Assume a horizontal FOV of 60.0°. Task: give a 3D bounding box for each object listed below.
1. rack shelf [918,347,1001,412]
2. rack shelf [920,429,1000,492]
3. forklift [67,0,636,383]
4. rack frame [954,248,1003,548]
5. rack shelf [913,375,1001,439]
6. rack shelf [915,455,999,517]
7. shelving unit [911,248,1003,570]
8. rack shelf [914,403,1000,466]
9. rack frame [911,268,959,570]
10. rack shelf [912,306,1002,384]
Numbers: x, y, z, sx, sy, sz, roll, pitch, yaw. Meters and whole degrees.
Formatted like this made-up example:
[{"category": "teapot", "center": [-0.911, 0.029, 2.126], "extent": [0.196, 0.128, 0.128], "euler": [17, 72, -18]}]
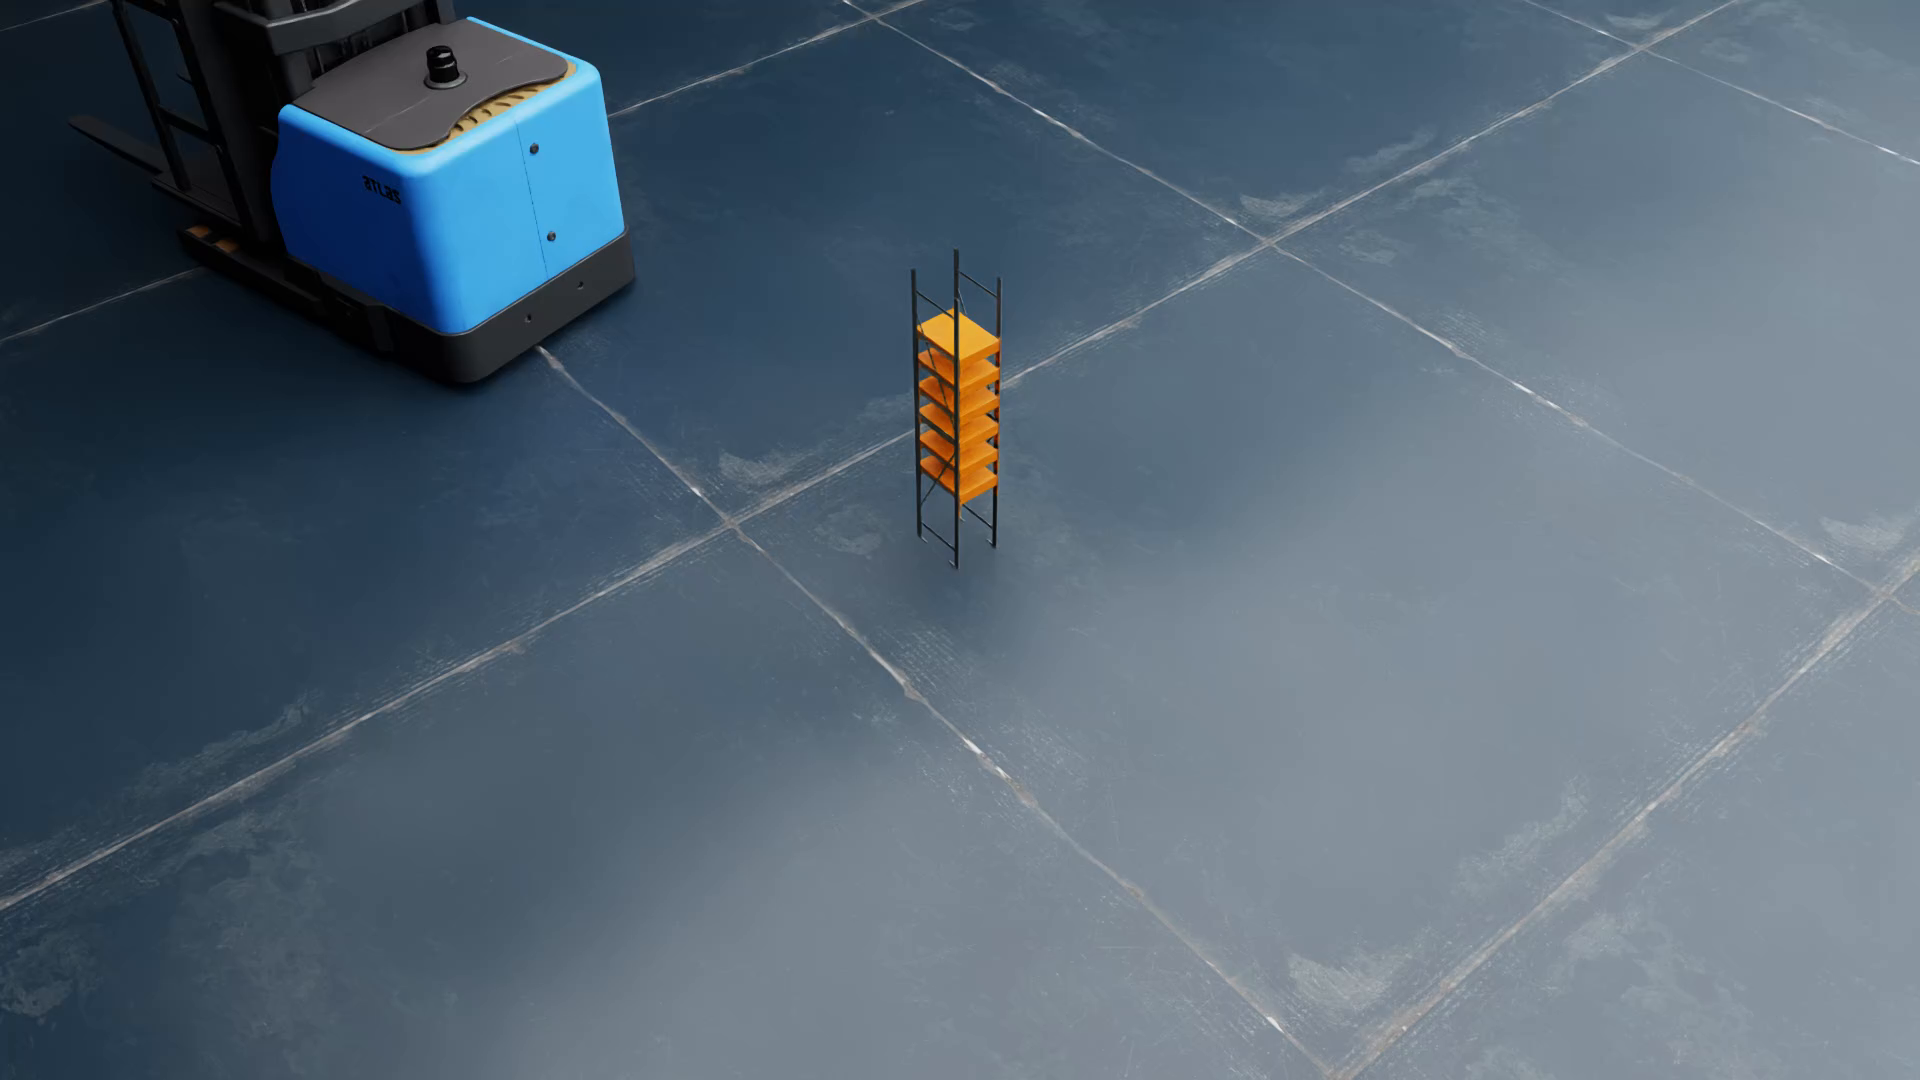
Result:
[{"category": "rack shelf", "center": [-0.011, -0.574, 5.699], "extent": [0.180, 0.103, 0.258], "euler": [-30, 51, -28]}, {"category": "rack shelf", "center": [-0.011, -0.311, 5.945], "extent": [0.180, 0.103, 0.258], "euler": [-30, 51, -28]}, {"category": "forklift", "center": [-2.935, -2.531, 6.804], "extent": [3.031, 2.935, 1.130], "euler": [26, 49, 25]}, {"category": "rack frame", "center": [0.059, -0.471, 5.875], "extent": [0.006, 1.200, 0.240], "euler": [-30, 51, -28]}, {"category": "rack shelf", "center": [-0.011, -0.486, 5.781], "extent": [0.180, 0.103, 0.258], "euler": [-30, 51, -28]}, {"category": "rack shelf", "center": [-0.011, -0.224, 6.027], "extent": [0.180, 0.103, 0.258], "euler": [-30, 51, -28]}, {"category": "shelving unit", "center": [-0.011, -0.431, 5.832], "extent": [0.189, 1.200, 0.258], "euler": [-30, 51, -28]}, {"category": "rack shelf", "center": [-0.011, -0.399, 5.863], "extent": [0.180, 0.103, 0.258], "euler": [-30, 51, -28]}, {"category": "rack frame", "center": [-0.081, -0.391, 5.790], "extent": [0.006, 1.200, 0.240], "euler": [-30, 51, -28]}, {"category": "rack shelf", "center": [-0.011, -0.661, 5.616], "extent": [0.180, 0.103, 0.258], "euler": [-30, 51, -28]}]
